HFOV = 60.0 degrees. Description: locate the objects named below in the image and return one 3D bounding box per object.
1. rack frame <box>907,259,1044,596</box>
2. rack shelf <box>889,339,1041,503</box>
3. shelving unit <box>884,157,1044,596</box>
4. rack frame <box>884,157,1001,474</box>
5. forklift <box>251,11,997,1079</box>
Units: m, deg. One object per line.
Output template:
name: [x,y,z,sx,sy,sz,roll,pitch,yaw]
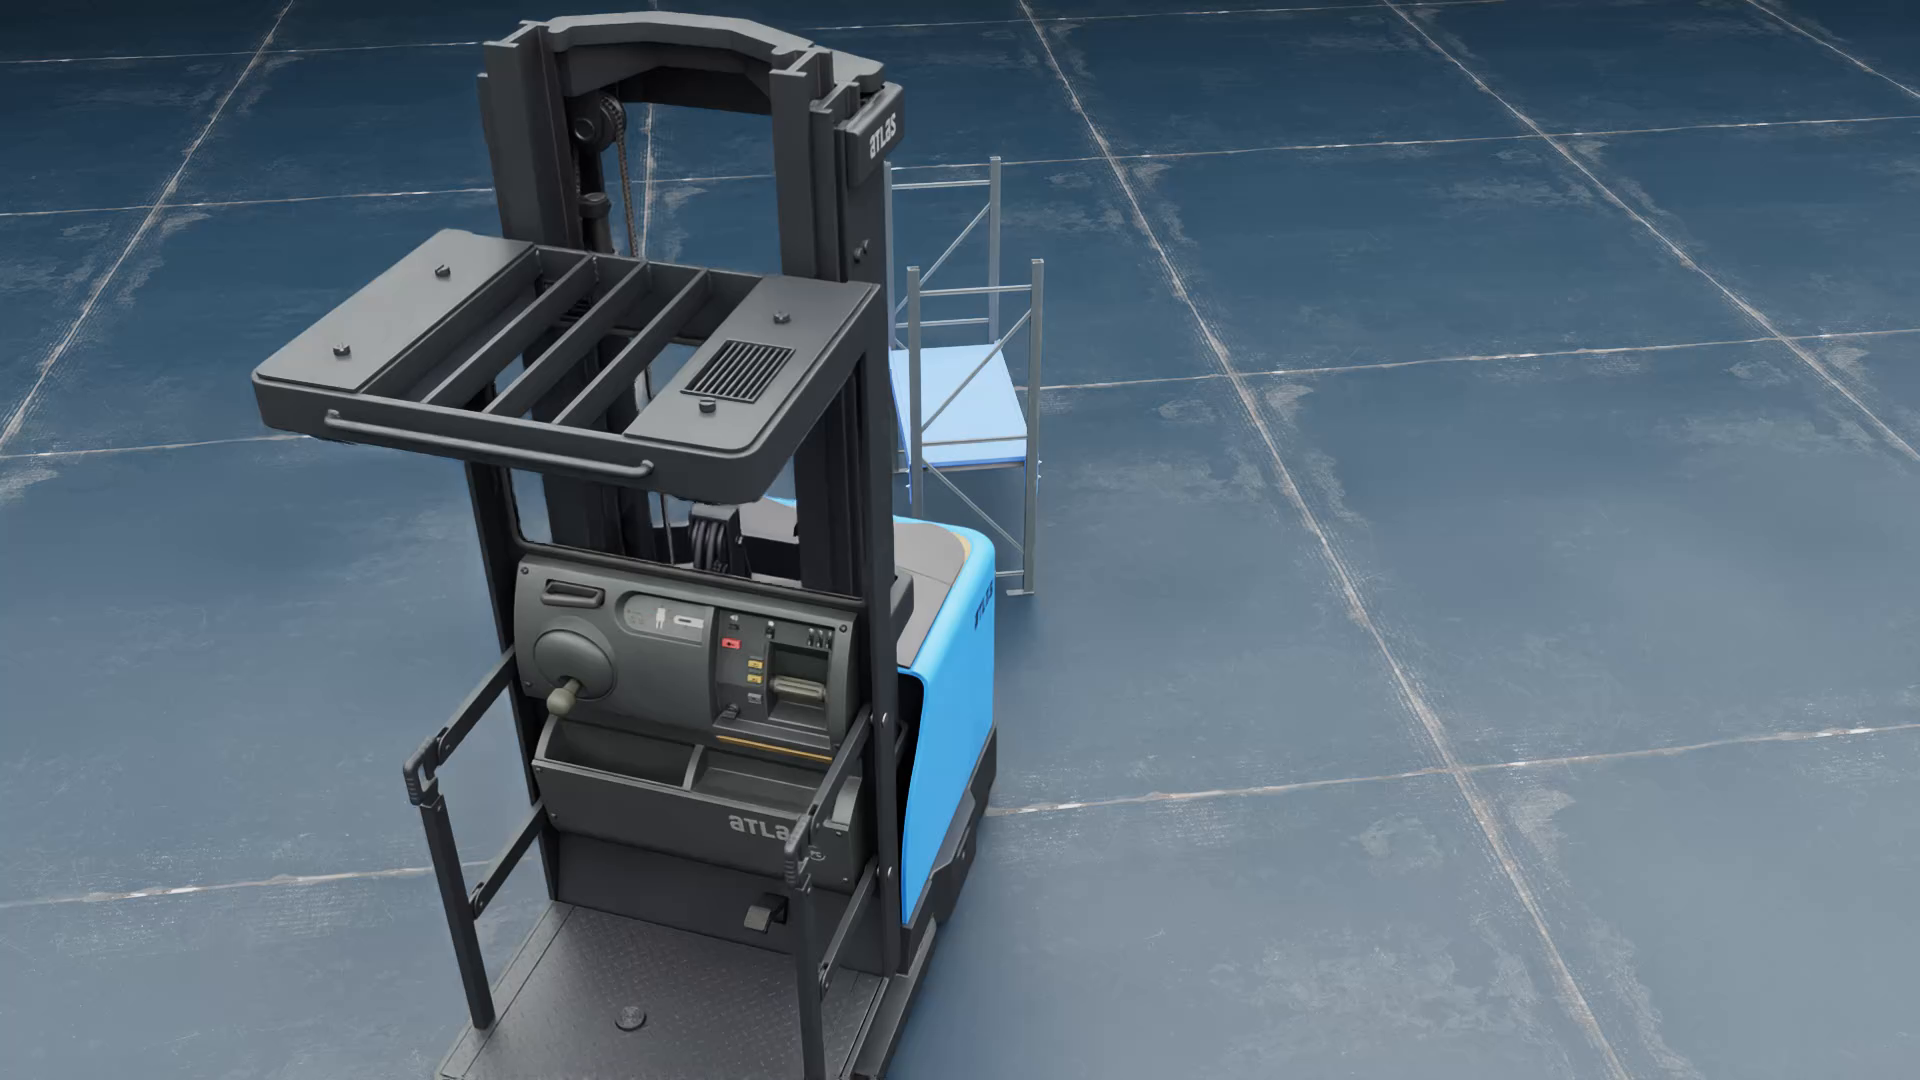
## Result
rack frame: [0.057,-0.384,6.481,0.500,1.500,0.032,-4,35,-6]
rack shelf: [-0.011,-0.519,6.999,0.538,0.185,1.000,-4,35,-6]
shelving unit: [-0.011,-0.667,6.897,0.538,1.500,1.048,-4,35,-6]
rack frame: [-0.080,-0.951,7.314,0.500,1.500,0.032,-4,35,-6]
forklift: [-0.778,0.365,4.111,1.130,2.935,3.031,9,35,14]
